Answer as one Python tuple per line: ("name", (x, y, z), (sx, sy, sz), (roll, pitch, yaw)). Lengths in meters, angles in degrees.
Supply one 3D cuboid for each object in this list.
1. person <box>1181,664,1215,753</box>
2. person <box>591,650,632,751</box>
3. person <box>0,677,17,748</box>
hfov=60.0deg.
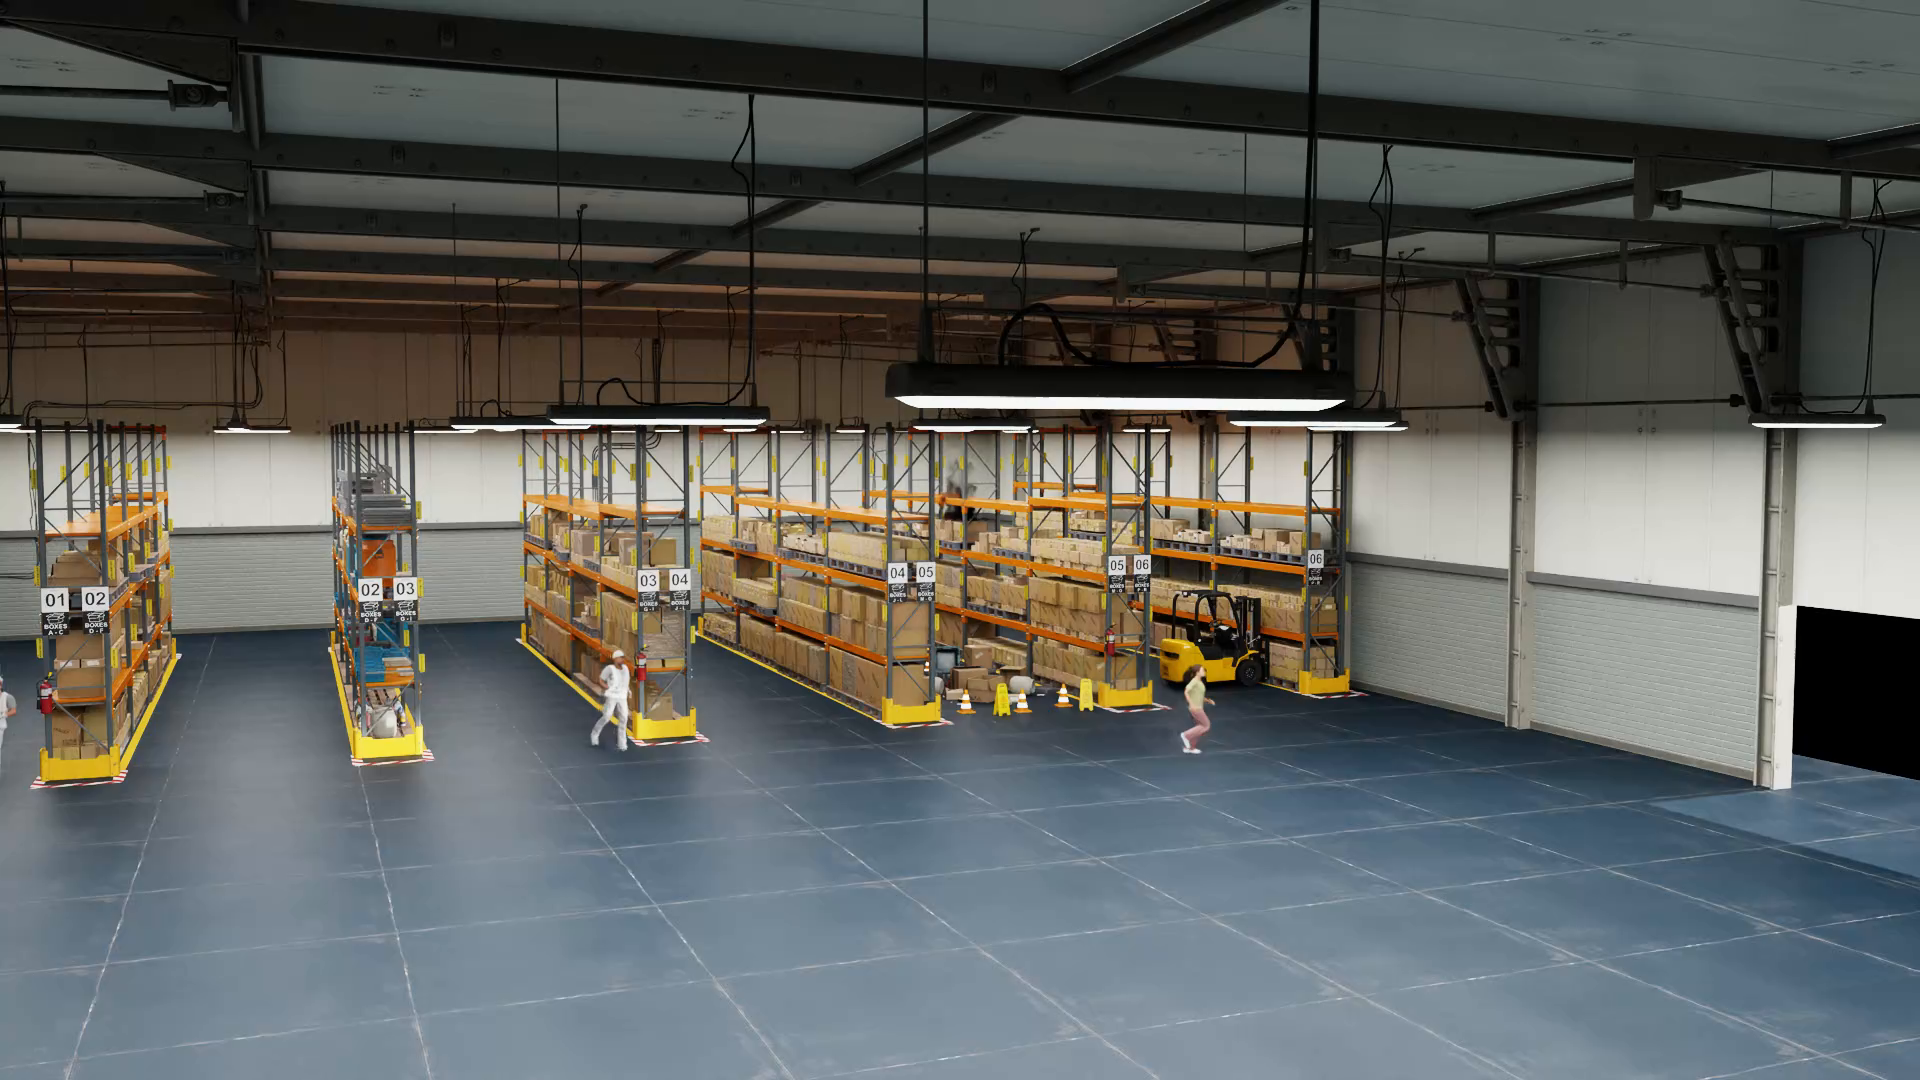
("person", (4.285, 3.041, 29.956), (0.577, 1.620, 0.567), (1, 4, 18))
("person", (-6.295, 2.920, 30.560), (0.944, 1.780, 0.742), (4, 5, 44))
("person", (-15.939, 3.129, 27.413), (0.689, 1.804, 0.922), (-3, 4, -37))
